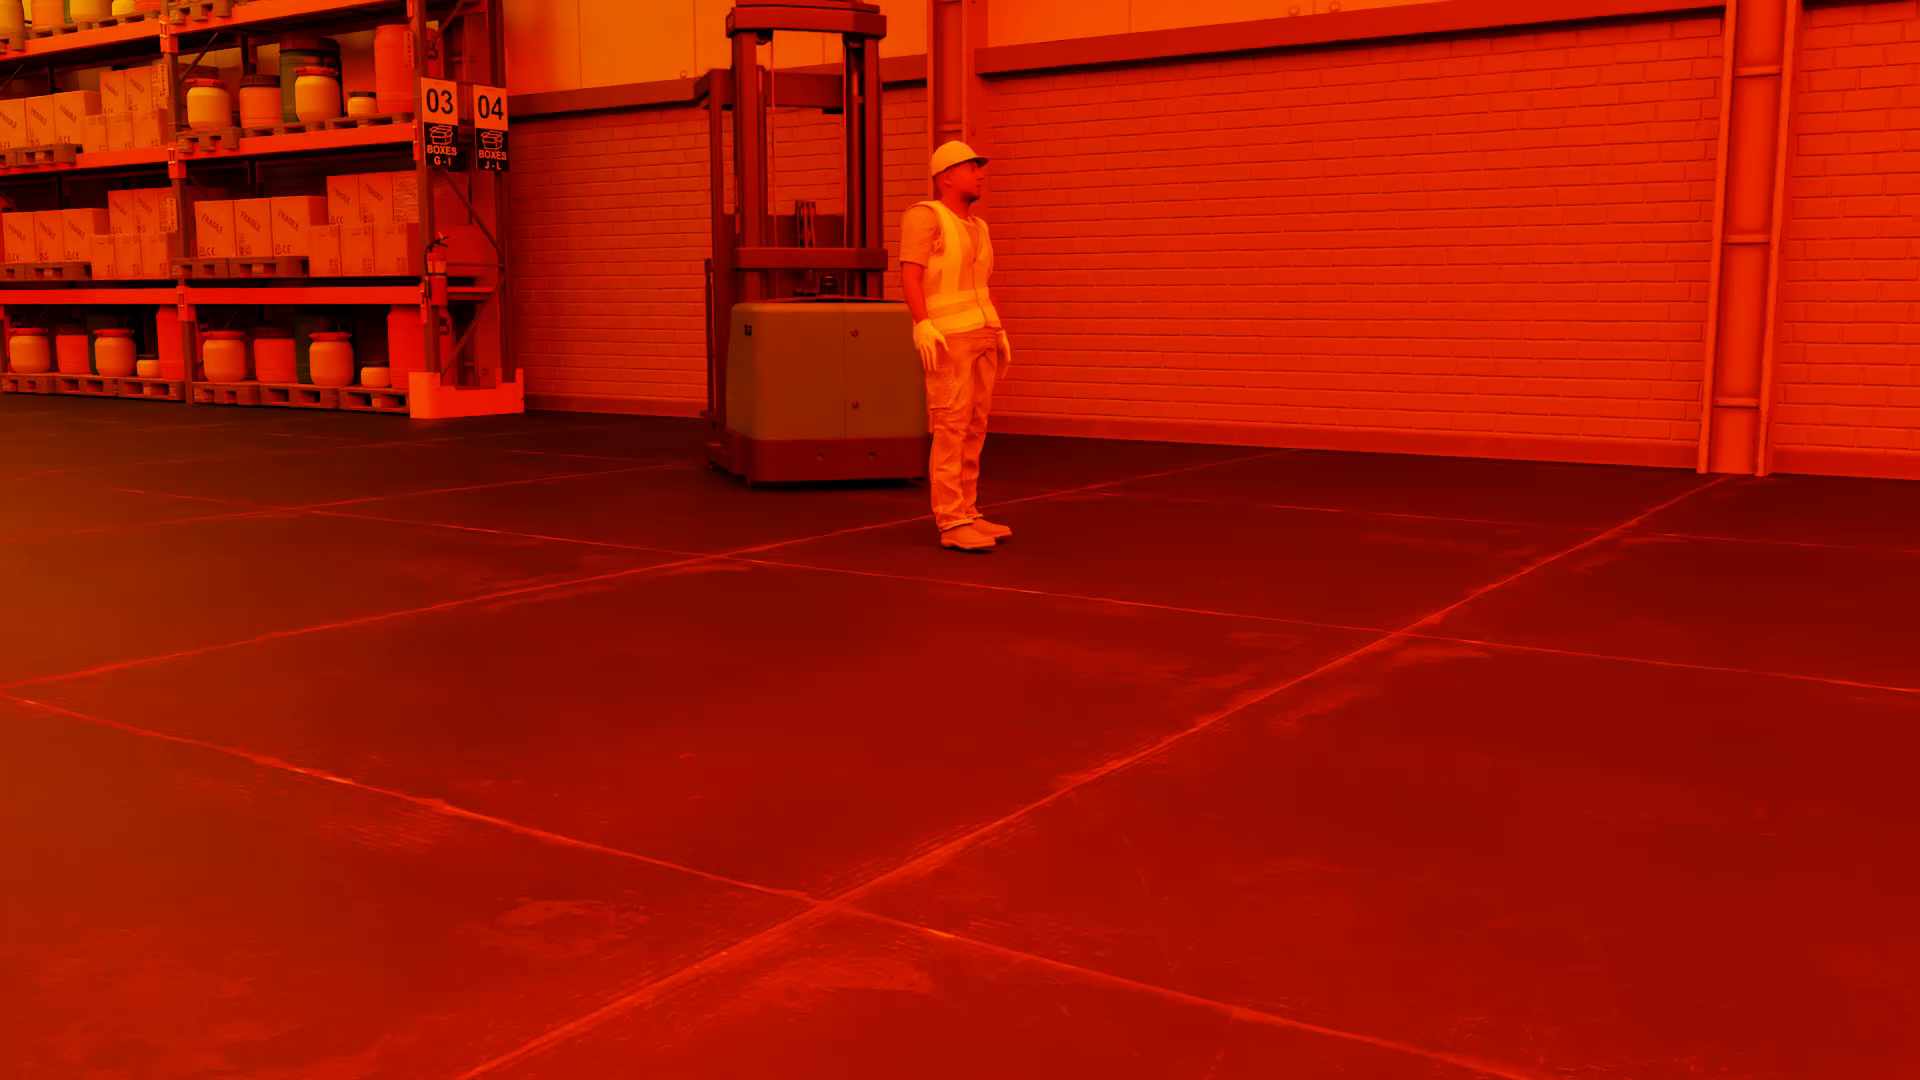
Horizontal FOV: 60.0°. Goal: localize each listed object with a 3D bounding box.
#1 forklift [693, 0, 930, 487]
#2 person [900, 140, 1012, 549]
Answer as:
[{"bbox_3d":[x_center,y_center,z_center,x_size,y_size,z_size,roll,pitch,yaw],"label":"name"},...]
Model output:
[{"bbox_3d":[-1.097,-1.928,10.752,1.130,2.935,3.031,-2,8,-17],"label":"forklift"},{"bbox_3d":[0.054,-0.883,7.430,0.577,1.782,0.656,5,10,34],"label":"person"}]
